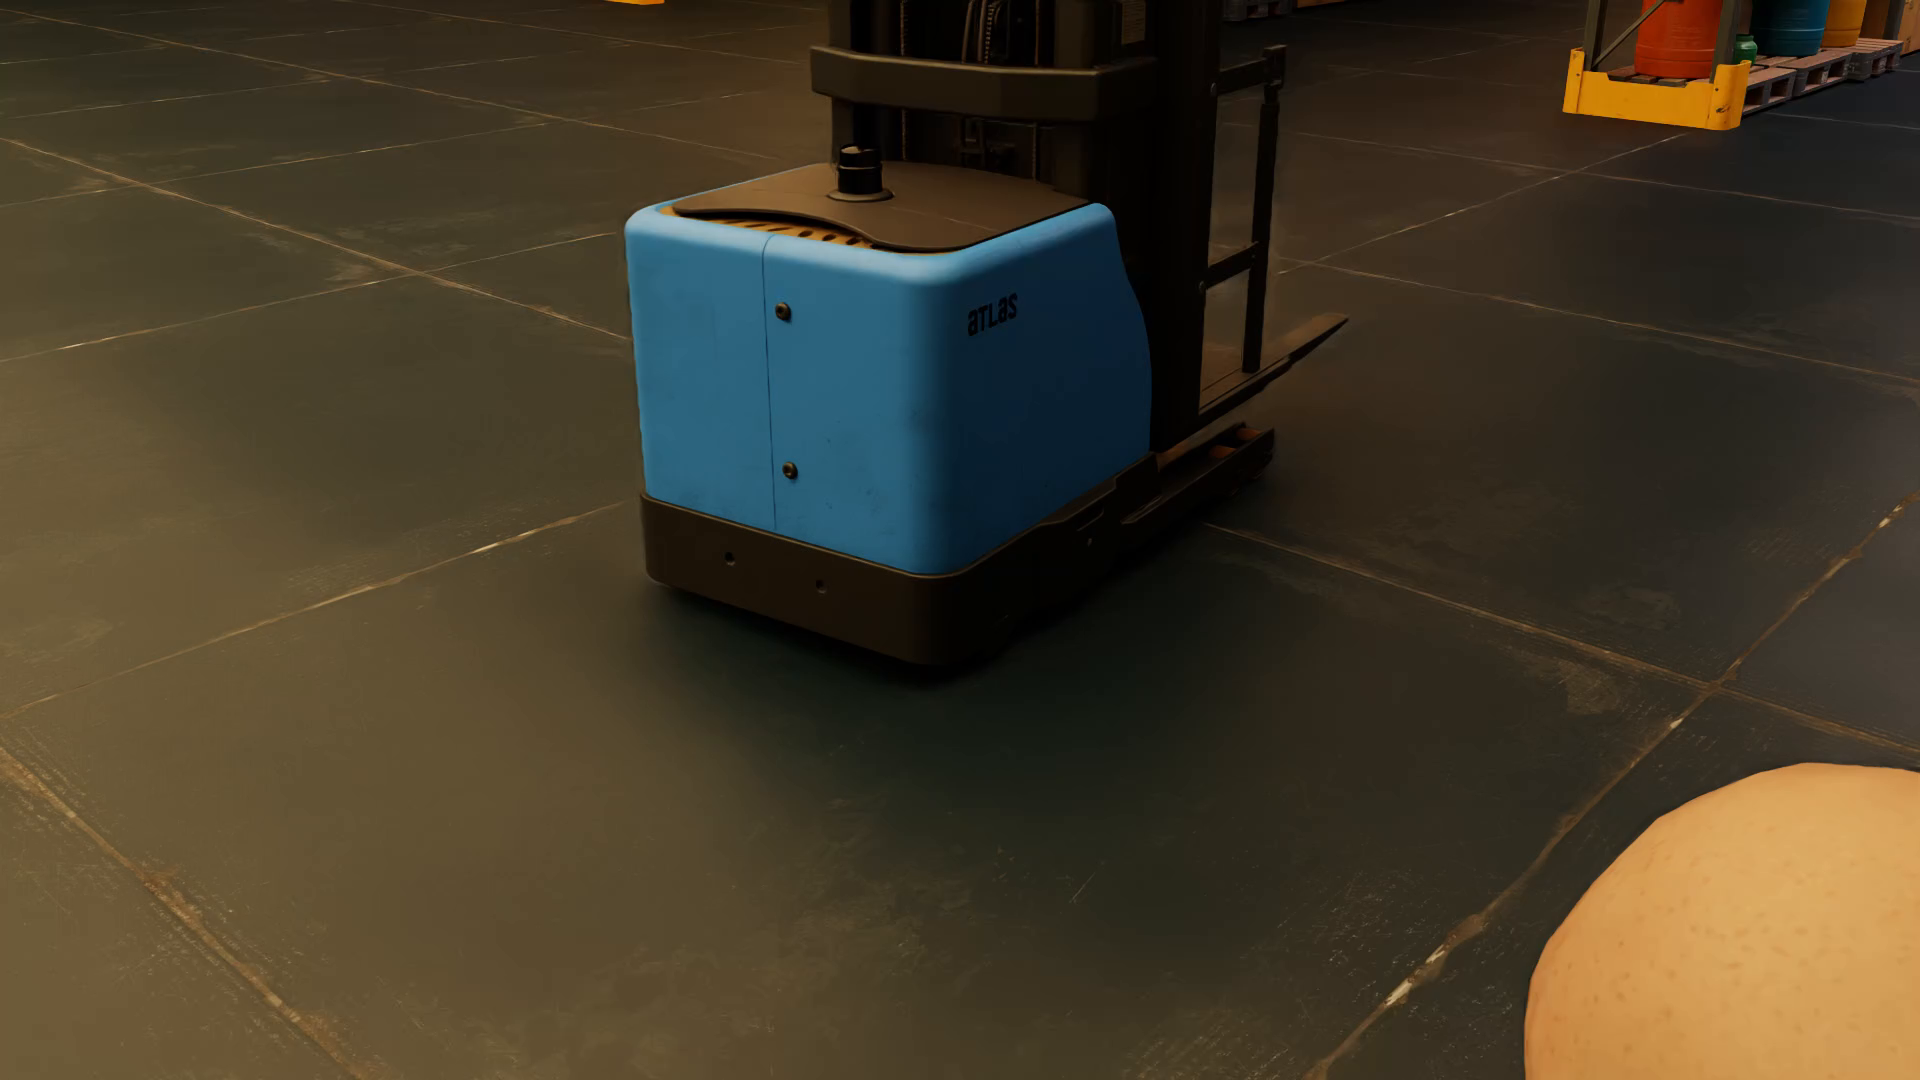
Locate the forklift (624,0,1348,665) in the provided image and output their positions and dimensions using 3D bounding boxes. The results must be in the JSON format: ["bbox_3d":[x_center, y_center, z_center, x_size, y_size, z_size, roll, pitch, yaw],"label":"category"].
[{"bbox_3d":[0.370,-1.572,4.913,1.130,2.935,3.031,15,28,31],"label":"forklift"}]

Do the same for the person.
[{"bbox_3d":[0.259,0.838,0.853,0.721,1.780,0.520,-2,24,-5],"label":"person"}]
